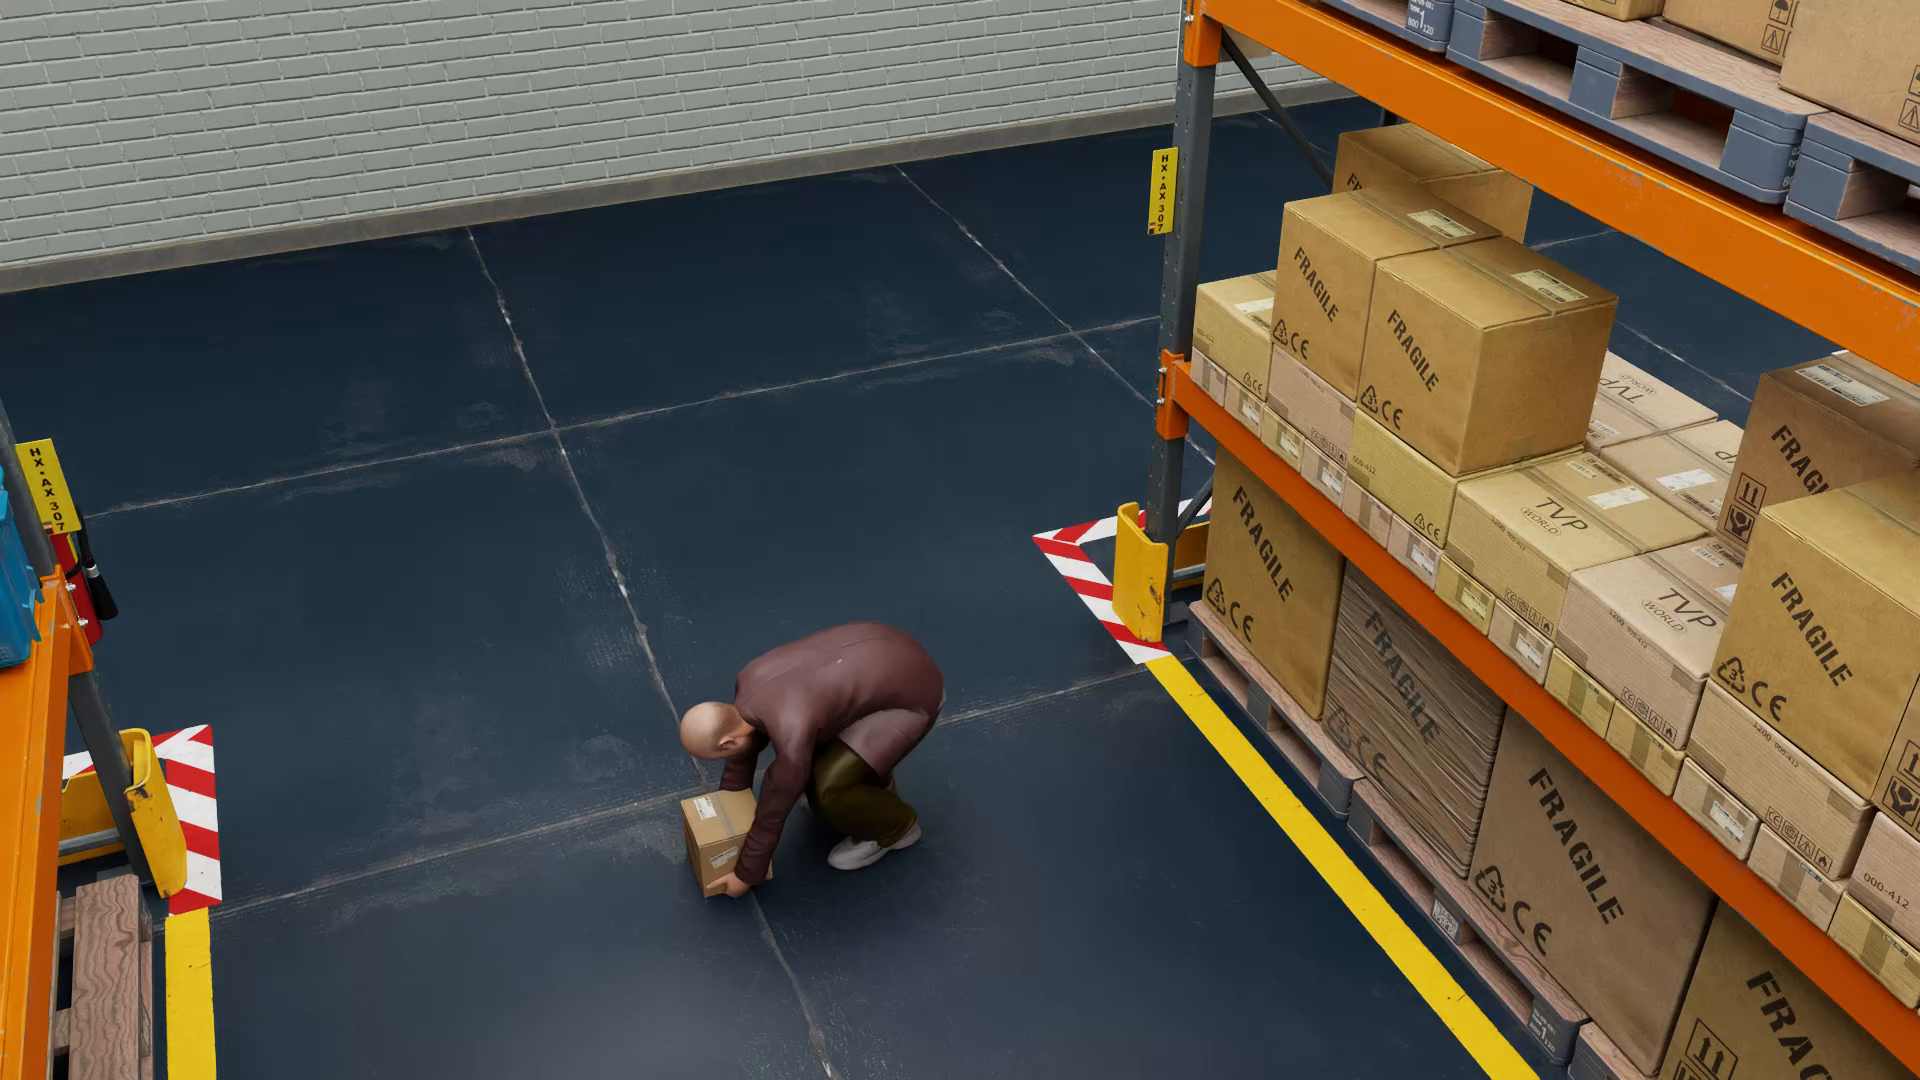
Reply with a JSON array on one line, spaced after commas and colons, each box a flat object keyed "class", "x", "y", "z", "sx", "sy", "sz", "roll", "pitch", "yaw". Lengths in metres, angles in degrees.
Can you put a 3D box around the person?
[{"class": "person", "x": -0.507, "y": 0.747, "z": 5.868, "sx": 0.953, "sy": 0.874, "sz": 0.588, "roll": -14, "pitch": 36, "yaw": -20}]
